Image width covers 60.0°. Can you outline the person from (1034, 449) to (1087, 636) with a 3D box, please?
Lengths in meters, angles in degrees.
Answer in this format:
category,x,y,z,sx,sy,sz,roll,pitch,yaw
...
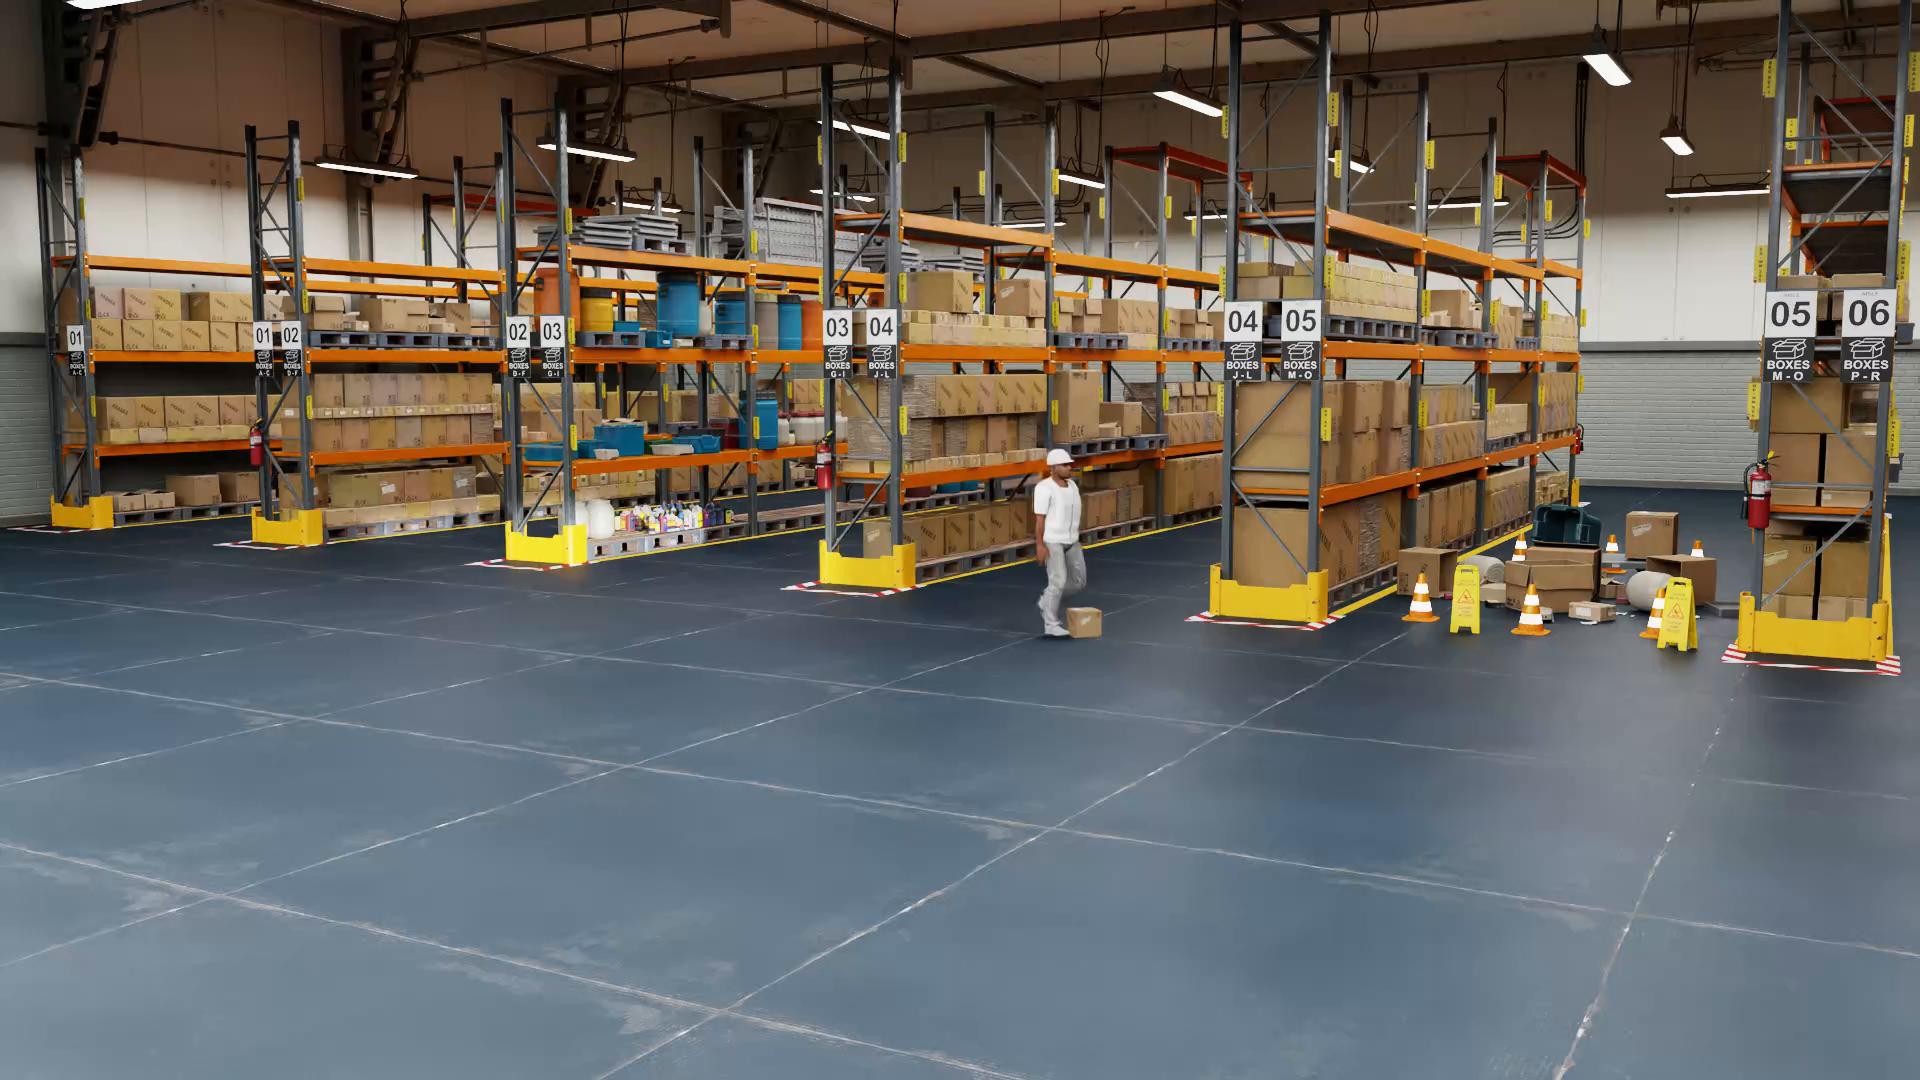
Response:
category,x,y,z,sx,sy,sz,roll,pitch,yaw
person,0.897,0.015,15.667,0.528,1.756,0.596,6,8,45
